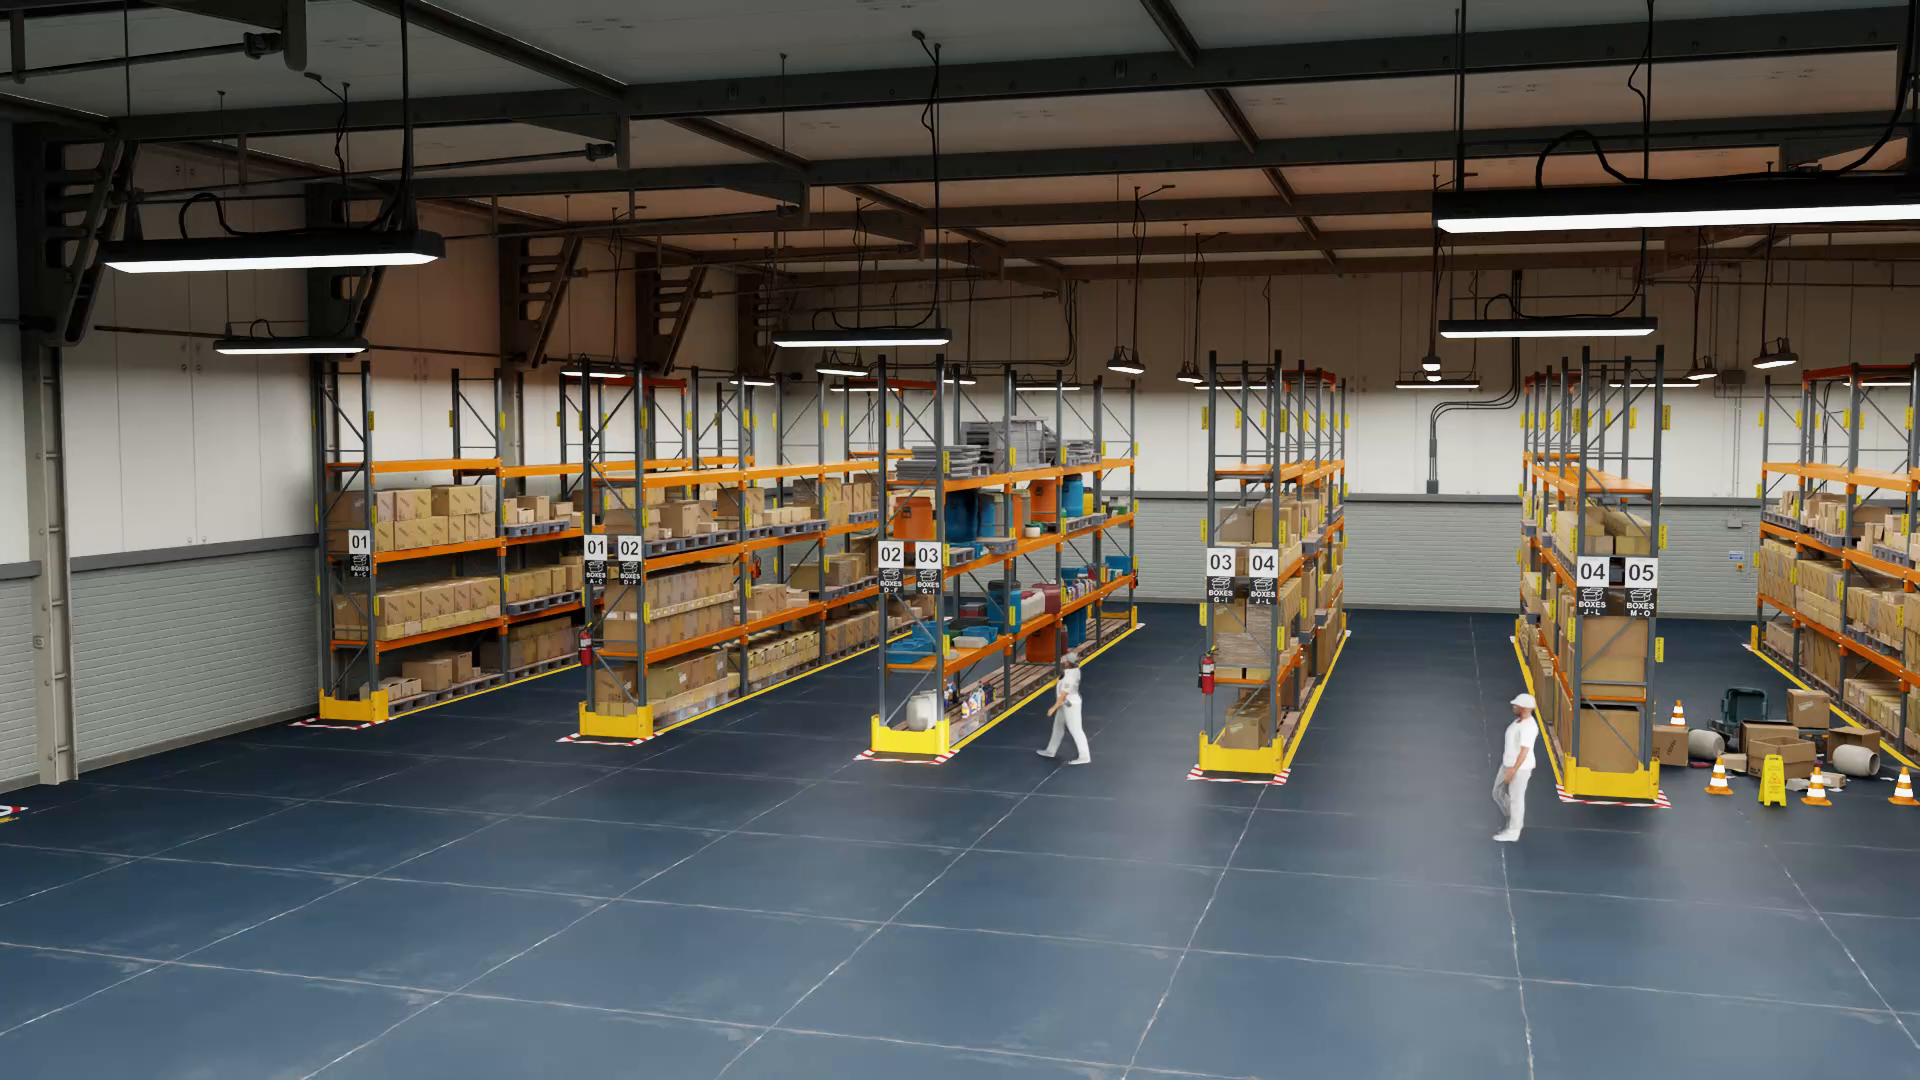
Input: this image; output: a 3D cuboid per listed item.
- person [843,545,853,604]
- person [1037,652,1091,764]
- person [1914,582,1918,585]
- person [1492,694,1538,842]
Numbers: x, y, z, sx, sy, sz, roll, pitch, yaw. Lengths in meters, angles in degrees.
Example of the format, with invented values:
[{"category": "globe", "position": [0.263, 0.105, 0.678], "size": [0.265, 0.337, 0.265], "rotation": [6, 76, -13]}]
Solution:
[{"category": "person", "position": [-2.992, 0.920, 45.202], "size": [0.431, 1.676, 0.550], "rotation": [2, 4, 24]}, {"category": "person", "position": [1.522, 2.444, 24.442], "size": [0.758, 1.629, 0.659], "rotation": [0, 4, 0]}, {"category": "person", "position": [19.608, 1.662, 34.334], "size": [0.434, 1.794, 0.604], "rotation": [2, 4, 24]}, {"category": "person", "position": [6.627, 2.722, 19.852], "size": [0.545, 1.787, 0.590], "rotation": [-1, 4, -9]}]
